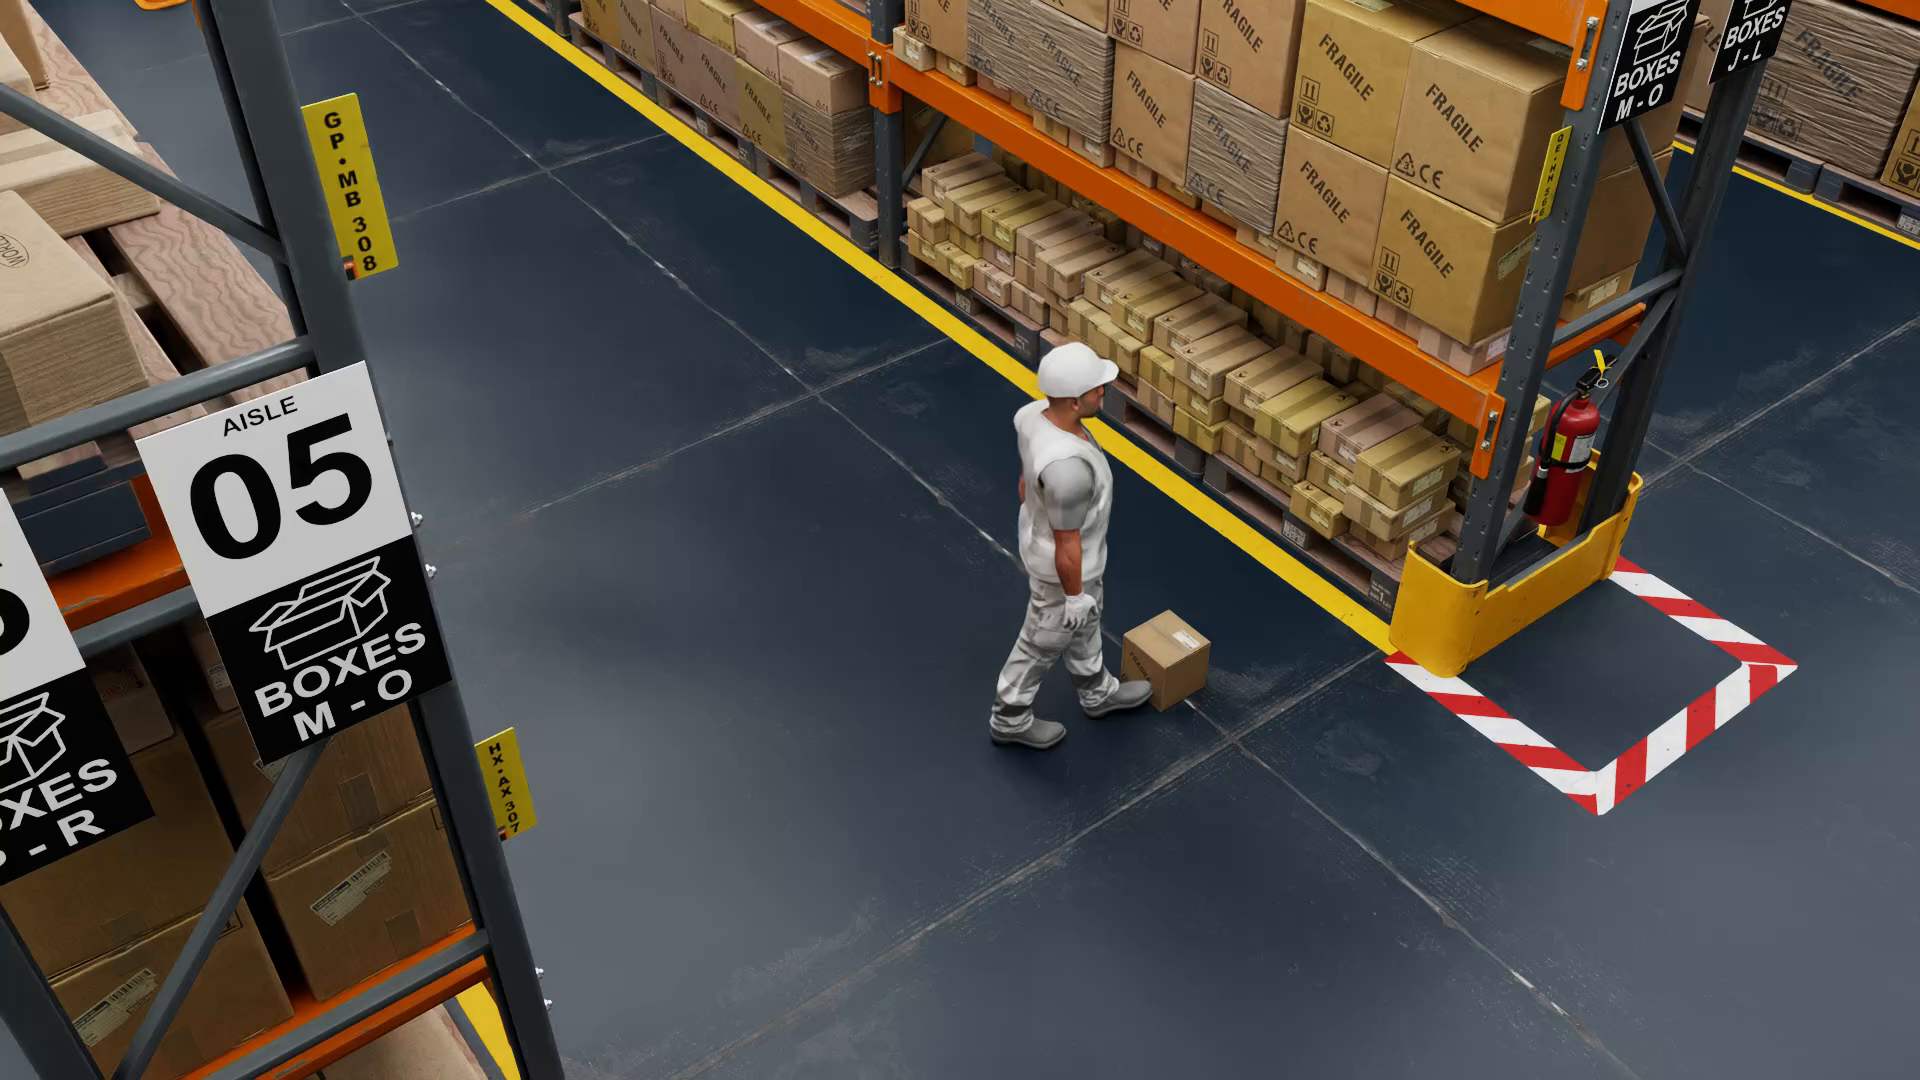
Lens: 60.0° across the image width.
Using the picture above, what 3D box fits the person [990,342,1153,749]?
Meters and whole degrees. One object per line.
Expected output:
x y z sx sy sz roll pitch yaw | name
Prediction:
0.453 0.058 6.057 0.687 1.790 0.546 -3 40 -4 | person
